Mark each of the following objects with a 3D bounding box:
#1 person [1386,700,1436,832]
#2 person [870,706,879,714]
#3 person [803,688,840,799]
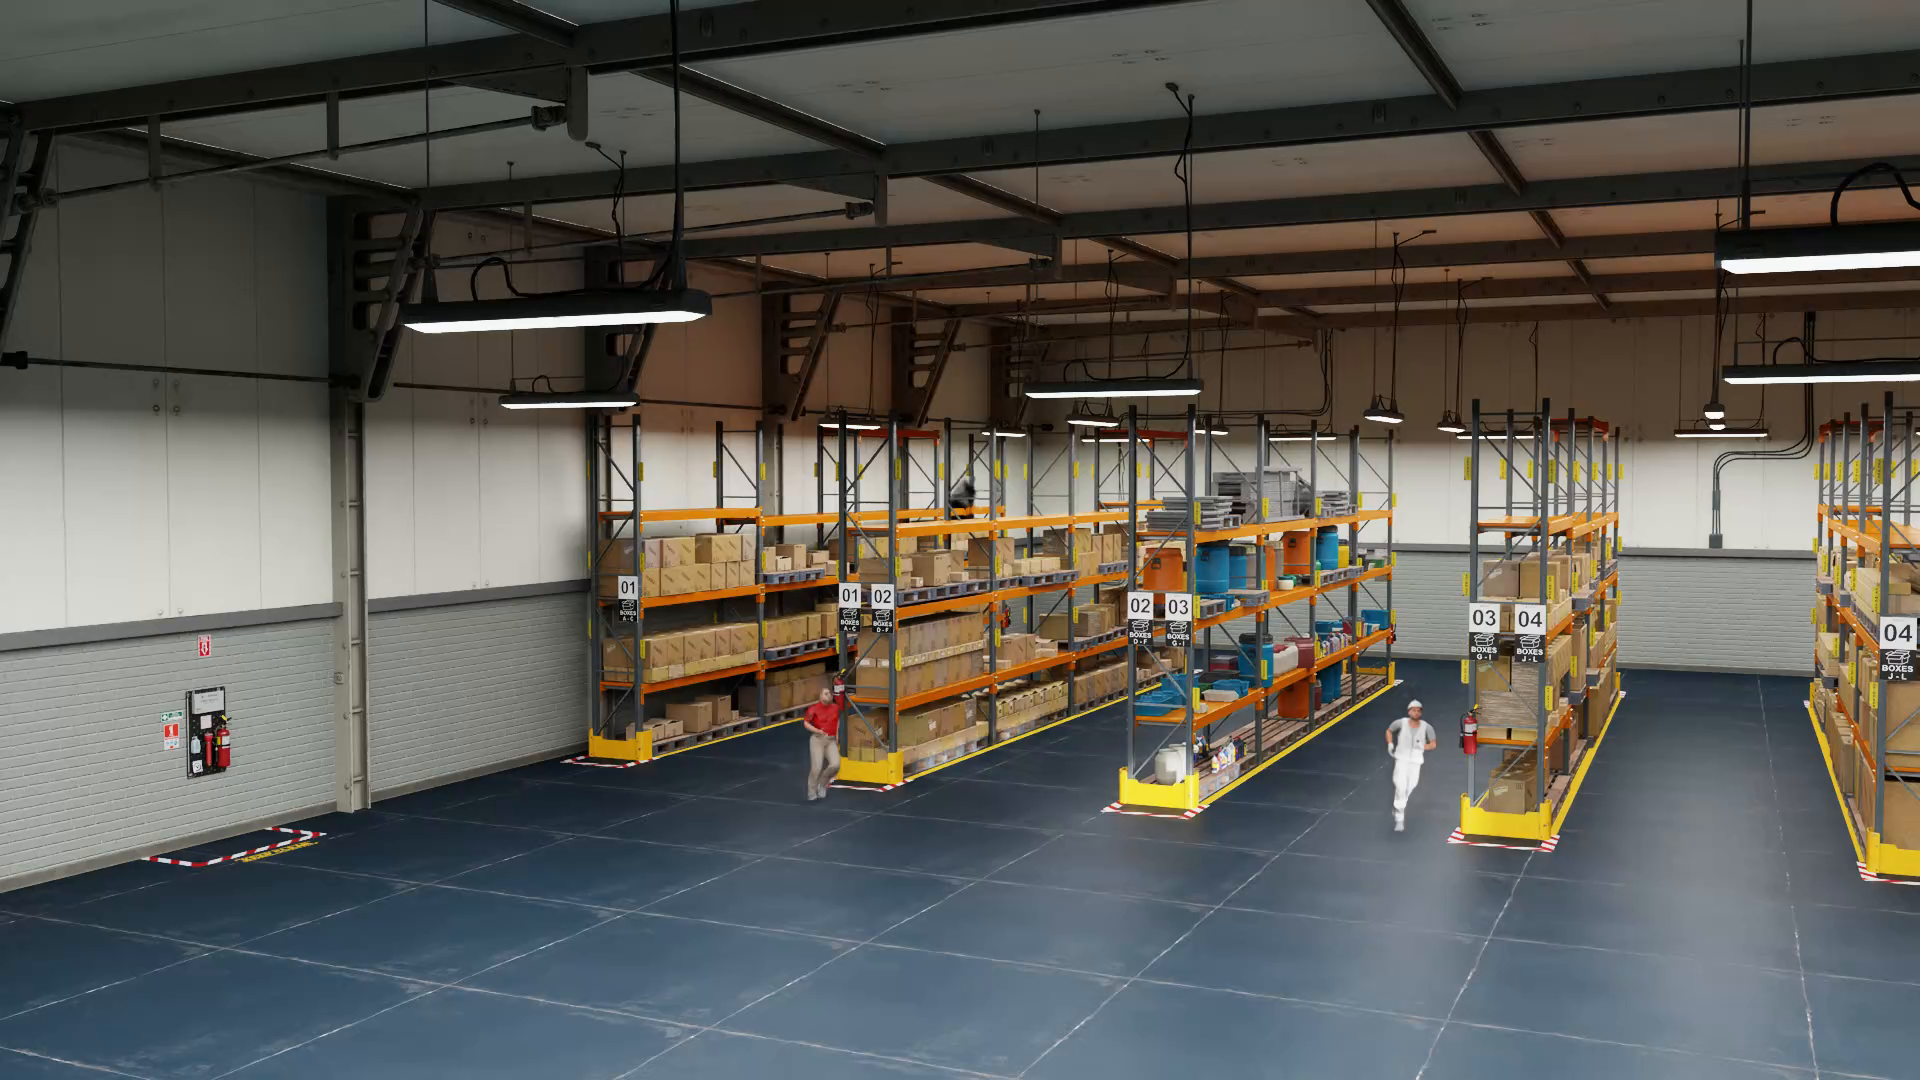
[{"bbox_3d":[6.366,3.158,23.462,0.665,1.814,0.884,0,2,5],"label":"person"},{"bbox_3d":[-1.635,2.847,31.962,0.611,1.667,0.598,1,2,19],"label":"person"},{"bbox_3d":[-2.050,3.112,25.392,0.666,1.705,0.594,-1,3,-31],"label":"person"}]
